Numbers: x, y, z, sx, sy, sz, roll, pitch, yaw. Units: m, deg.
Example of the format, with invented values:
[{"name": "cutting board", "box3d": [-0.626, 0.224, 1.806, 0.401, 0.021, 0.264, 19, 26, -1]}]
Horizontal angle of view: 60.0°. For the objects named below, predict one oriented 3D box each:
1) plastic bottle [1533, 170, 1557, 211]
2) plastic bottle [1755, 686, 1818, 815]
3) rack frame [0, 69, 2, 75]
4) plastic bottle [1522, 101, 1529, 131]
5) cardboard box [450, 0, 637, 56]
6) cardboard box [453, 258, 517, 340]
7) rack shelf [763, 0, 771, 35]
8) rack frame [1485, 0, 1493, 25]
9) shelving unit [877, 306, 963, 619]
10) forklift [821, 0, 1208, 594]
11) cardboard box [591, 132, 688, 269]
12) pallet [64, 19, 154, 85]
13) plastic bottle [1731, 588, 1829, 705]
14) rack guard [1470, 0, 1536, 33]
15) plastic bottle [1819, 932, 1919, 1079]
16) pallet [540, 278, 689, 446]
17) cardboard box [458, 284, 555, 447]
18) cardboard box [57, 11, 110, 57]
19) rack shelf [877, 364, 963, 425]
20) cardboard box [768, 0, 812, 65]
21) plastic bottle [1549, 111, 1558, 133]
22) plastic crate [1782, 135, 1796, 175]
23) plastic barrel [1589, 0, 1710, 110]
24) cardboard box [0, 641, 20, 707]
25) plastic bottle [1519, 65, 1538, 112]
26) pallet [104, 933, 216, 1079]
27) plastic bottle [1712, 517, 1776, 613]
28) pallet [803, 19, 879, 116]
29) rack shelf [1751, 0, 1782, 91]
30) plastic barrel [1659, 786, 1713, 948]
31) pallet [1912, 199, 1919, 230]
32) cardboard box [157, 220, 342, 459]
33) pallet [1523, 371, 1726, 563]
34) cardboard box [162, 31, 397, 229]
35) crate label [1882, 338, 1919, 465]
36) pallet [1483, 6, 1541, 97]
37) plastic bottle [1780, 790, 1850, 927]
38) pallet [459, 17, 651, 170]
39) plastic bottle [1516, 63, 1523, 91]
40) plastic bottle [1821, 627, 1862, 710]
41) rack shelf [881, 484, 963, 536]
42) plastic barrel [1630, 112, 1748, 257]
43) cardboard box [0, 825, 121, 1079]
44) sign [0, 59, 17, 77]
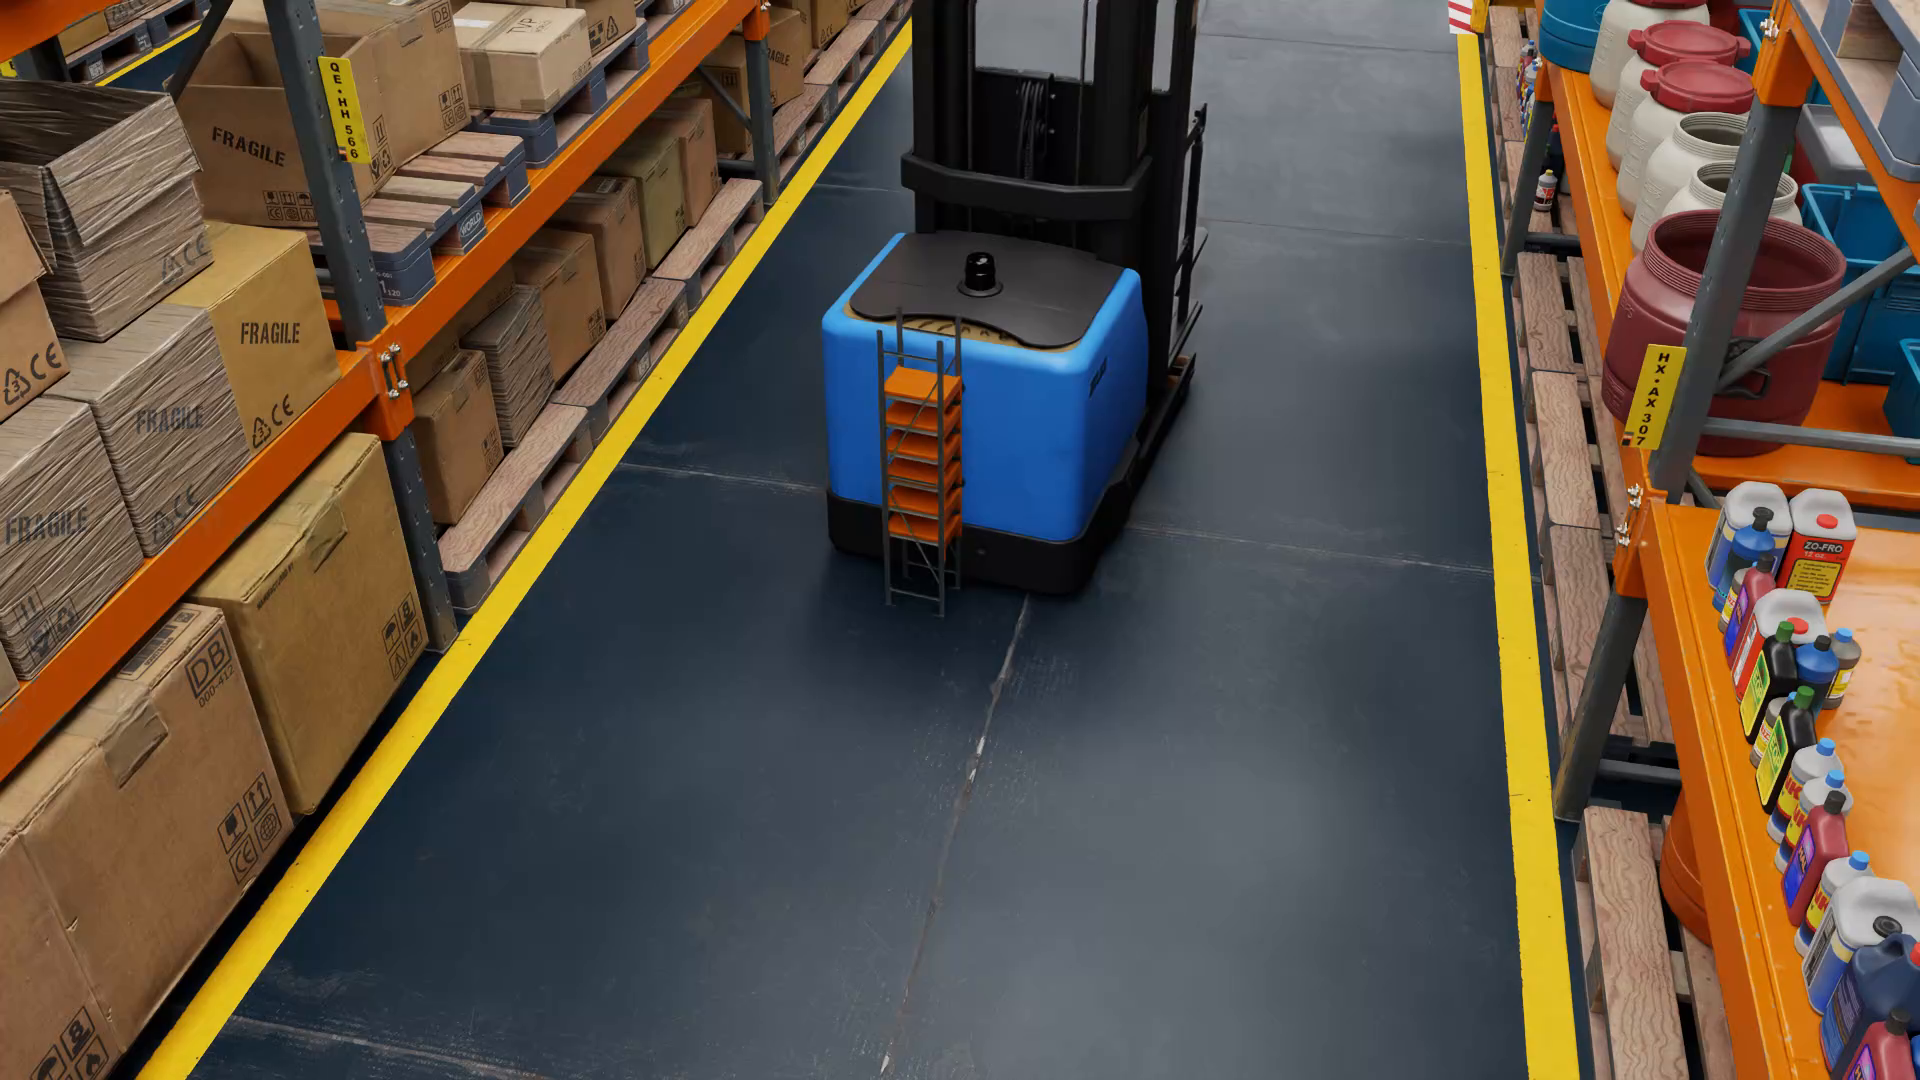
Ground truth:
[{"name": "plastic bottle", "box3d": [3.083, -1.847, 8.752, 0.097, 0.201, 0.097, 0, 36, 0]}, {"name": "plastic bottle", "box3d": [1.826, 0.462, 3.656, 0.061, 0.283, 0.133, 7, 37, 10]}, {"name": "rack frame", "box3d": [-6.353, -3.855, 9.513, 1.000, 3.000, 0.127, 7, 37, 10]}, {"name": "plastic bottle", "box3d": [3.313, -2.464, 9.604, 0.097, 0.201, 0.097, 0, 36, 0]}, {"name": "cardboard box", "box3d": [-1.809, -2.382, 7.035, 0.797, 0.503, 0.637, 11, 37, 15]}, {"name": "cardboard box", "box3d": [-2.166, -1.045, 6.752, 0.500, 0.250, 0.500, 11, 37, 15]}, {"name": "rack shelf", "box3d": [-1.102, -4.031, 10.369, 1.077, 0.370, 4.000, 7, 37, 10]}, {"name": "rack frame", "box3d": [4.164, -4.848, 10.883, 1.000, 3.000, 0.127, 7, 37, 10]}, {"name": "shelving unit", "box3d": [-0.141, -0.262, 6.089, 0.258, 1.200, 0.189, 12, 38, 16]}, {"name": "forklift", "box3d": [0.450, -1.844, 6.796, 1.130, 2.935, 3.031, 12, 38, 16]}, {"name": "cardboard box", "box3d": [-1.802, -1.721, 8.324, 0.700, 0.500, 0.500, 7, 37, 10]}, {"name": "pallet", "box3d": [-6.114, -3.152, 10.920, 1.003, 0.211, 1.213, 7, 37, 10]}, {"name": "plastic bottle", "box3d": [1.948, 0.261, 3.939, 0.152, 0.276, 0.135, 7, 37, 10]}, {"name": "rack guard", "box3d": [4.194, -3.786, 11.548, 1.175, 0.500, 0.348, 7, 37, 10]}, {"name": "plastic bottle", "box3d": [1.713, 0.852, 3.060, 0.144, 0.351, 0.185, 7, 37, 10]}, {"name": "pallet", "box3d": [-1.952, -0.898, 7.810, 1.003, 0.211, 1.213, 7, 37, 10]}, {"name": "cardboard box", "box3d": [-2.154, -0.755, 6.990, 0.700, 0.500, 0.500, 4, 36, 6]}, {"name": "cardboard box", "box3d": [-6.150, -3.517, 10.499, 0.875, 0.875, 0.875, 8, 37, 11]}, {"name": "rack shelf", "box3d": [-0.141, -0.517, 5.904, 0.258, 0.103, 0.180, 12, 38, 16]}, {"name": "cardboard box", "box3d": [-1.234, -3.253, 10.454, 0.500, 0.500, 0.500, 4, 36, 6]}, {"name": "plastic bottle", "box3d": [3.207, -2.176, 9.078, 0.144, 0.351, 0.185, 6, 36, 8]}, {"name": "plastic crate", "box3d": [3.213, -1.435, 6.355, 0.450, 0.188, 0.662, 7, 37, 10]}, {"name": "plastic barrel", "box3d": [2.891, -2.089, 6.960, 0.433, 0.535, 0.433, 0, 36, 0]}, {"name": "cardboard box", "box3d": [-2.576, 0.266, 3.742, 0.500, 0.500, 0.500, 8, 37, 11]}, {"name": "plastic bottle", "box3d": [3.378, -2.667, 9.824, 0.097, 0.271, 0.097, 0, 36, 0]}, {"name": "pallet", "box3d": [-2.888, 1.386, 4.657, 1.003, 0.211, 1.213, 7, 37, 10]}, {"name": "plastic bottle", "box3d": [1.995, 0.061, 4.219, 0.097, 0.271, 0.097, 0, 36, 0]}, {"name": "pallet", "box3d": [-1.162, -3.138, 10.899, 1.003, 0.211, 1.213, 7, 37, 10]}, {"name": "rack shelf", "box3d": [2.882, -2.331, 5.468, 1.077, 0.370, 4.000, 7, 37, 10]}, {"name": "plastic barrel", "box3d": [2.367, 0.730, 4.679, 0.600, 0.830, 0.708, 7, 37, 10]}, {"name": "pallet", "box3d": [1.912, -0.219, 2.101, 1.003, 0.211, 1.213, 7, 37, 10]}, {"name": "cardboard box", "box3d": [-2.247, -0.609, 4.949, 0.500, 0.500, 0.500, 8, 37, 11]}, {"name": "pallet", "box3d": [2.921, -0.269, 6.941, 1.003, 0.211, 1.213, 7, 37, 10]}, {"name": "cardboard box", "box3d": [-2.307, -1.408, 5.693, 0.500, 0.500, 0.500, 3, 36, 4]}, {"name": "crate label", "box3d": [2.911, -0.388, 4.872, 0.303, 0.233, 0.416, 7, 37, 10]}, {"name": "pallet", "box3d": [4.015, -3.204, 10.991, 1.003, 0.211, 1.213, 7, 37, 10]}, {"name": "plastic bottle", "box3d": [1.756, 0.650, 3.397, 0.061, 0.283, 0.133, 7, 37, 10]}, {"name": "pallet", "box3d": [-2.001, -1.945, 7.041, 1.003, 0.211, 1.213, 7, 37, 10]}, {"name": "plastic bottle", "box3d": [3.450, -2.833, 10.113, 0.097, 0.201, 0.097, 0, 36, 0]}, {"name": "plastic bottle", "box3d": [2.074, 0.297, 3.954, 0.097, 0.201, 0.097, 0, 36, 0]}, {"name": "rack shelf", "box3d": [-0.141, -0.129, 6.185, 0.258, 0.103, 0.180, 12, 38, 16]}, {"name": "plastic barrel", "box3d": [2.556, -1.165, 5.706, 0.421, 0.512, 0.421, 0, 36, 0]}, {"name": "cardboard box", "box3d": [-2.931, 1.219, 3.964, 1.225, 0.875, 0.875, 6, 36, 8]}, {"name": "sign", "box3d": [-2.916, -1.382, 5.181, 0.100, 0.325, 0.005, 7, 37, 10]}]
